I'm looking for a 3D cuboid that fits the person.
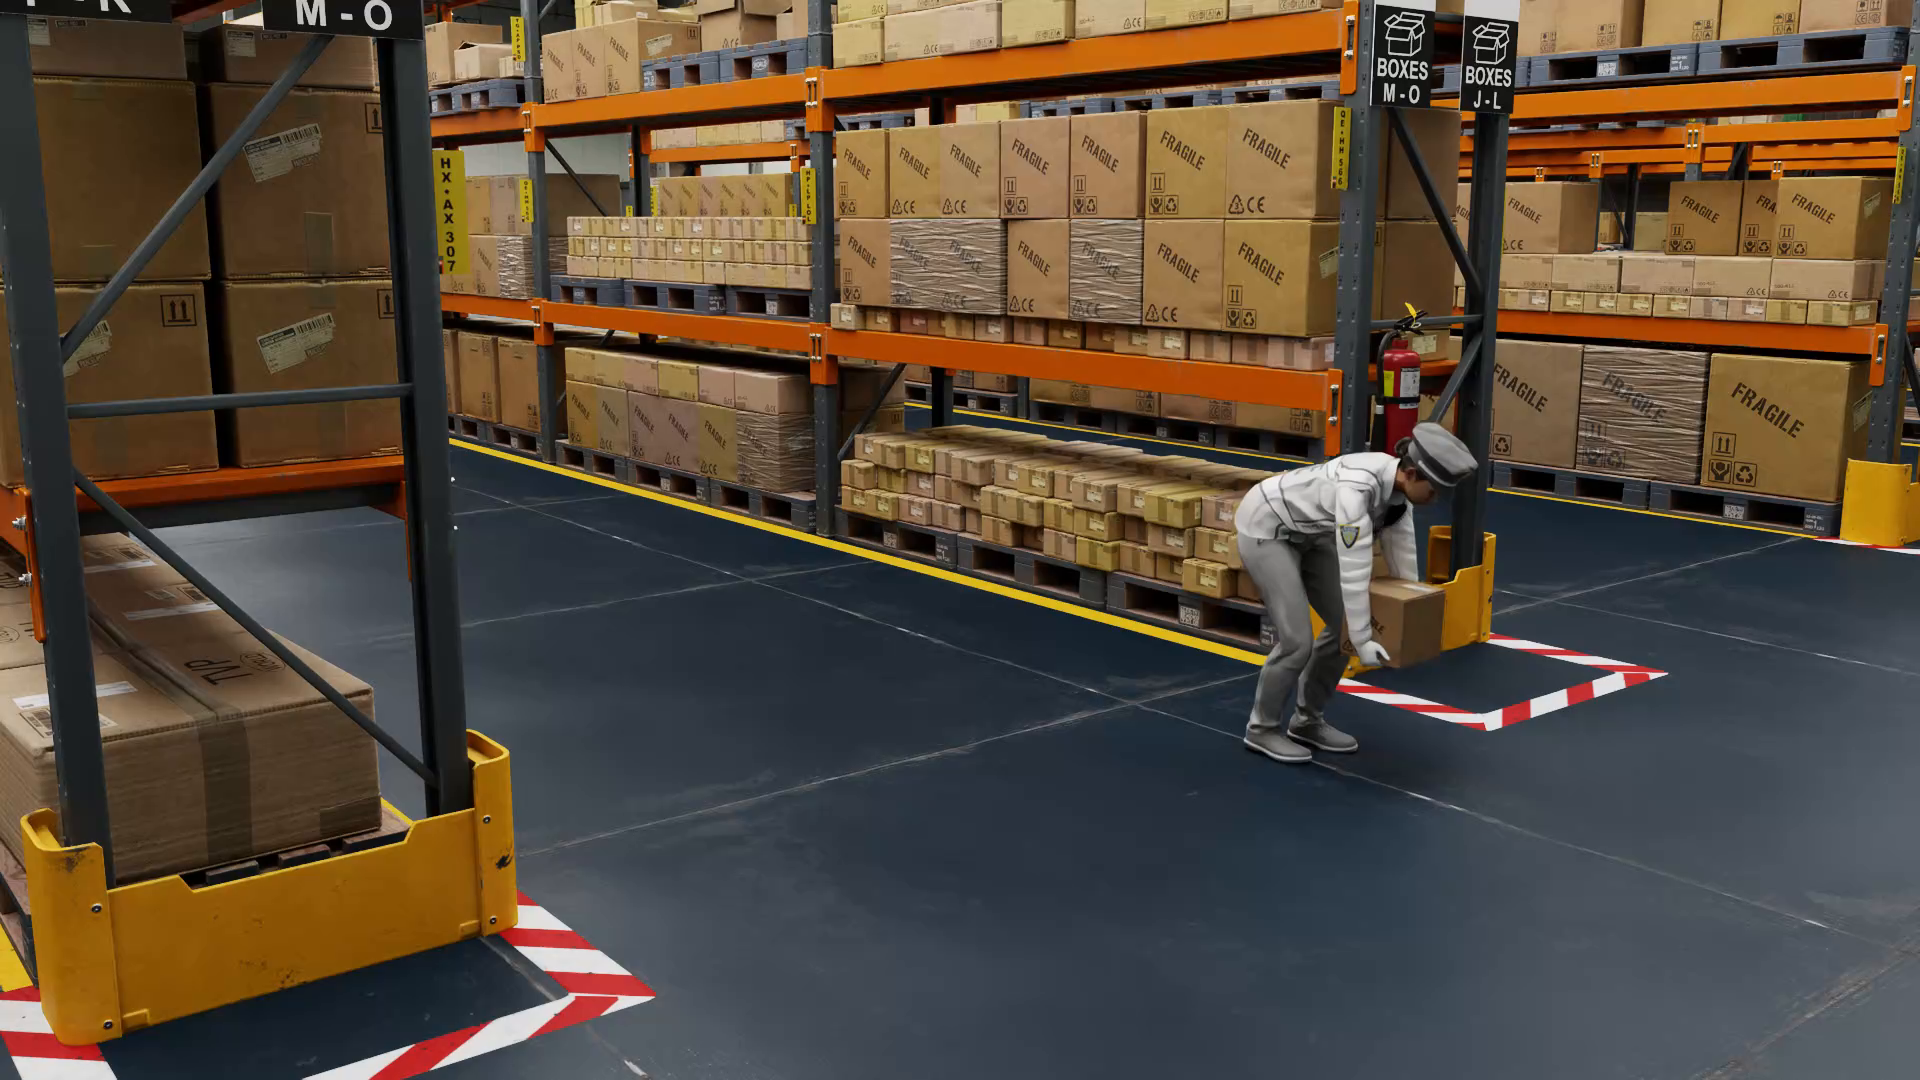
[{"bbox_3d":[1.405,0.190,6.004,0.888,1.269,0.424,10,15,42],"label":"person"}]
